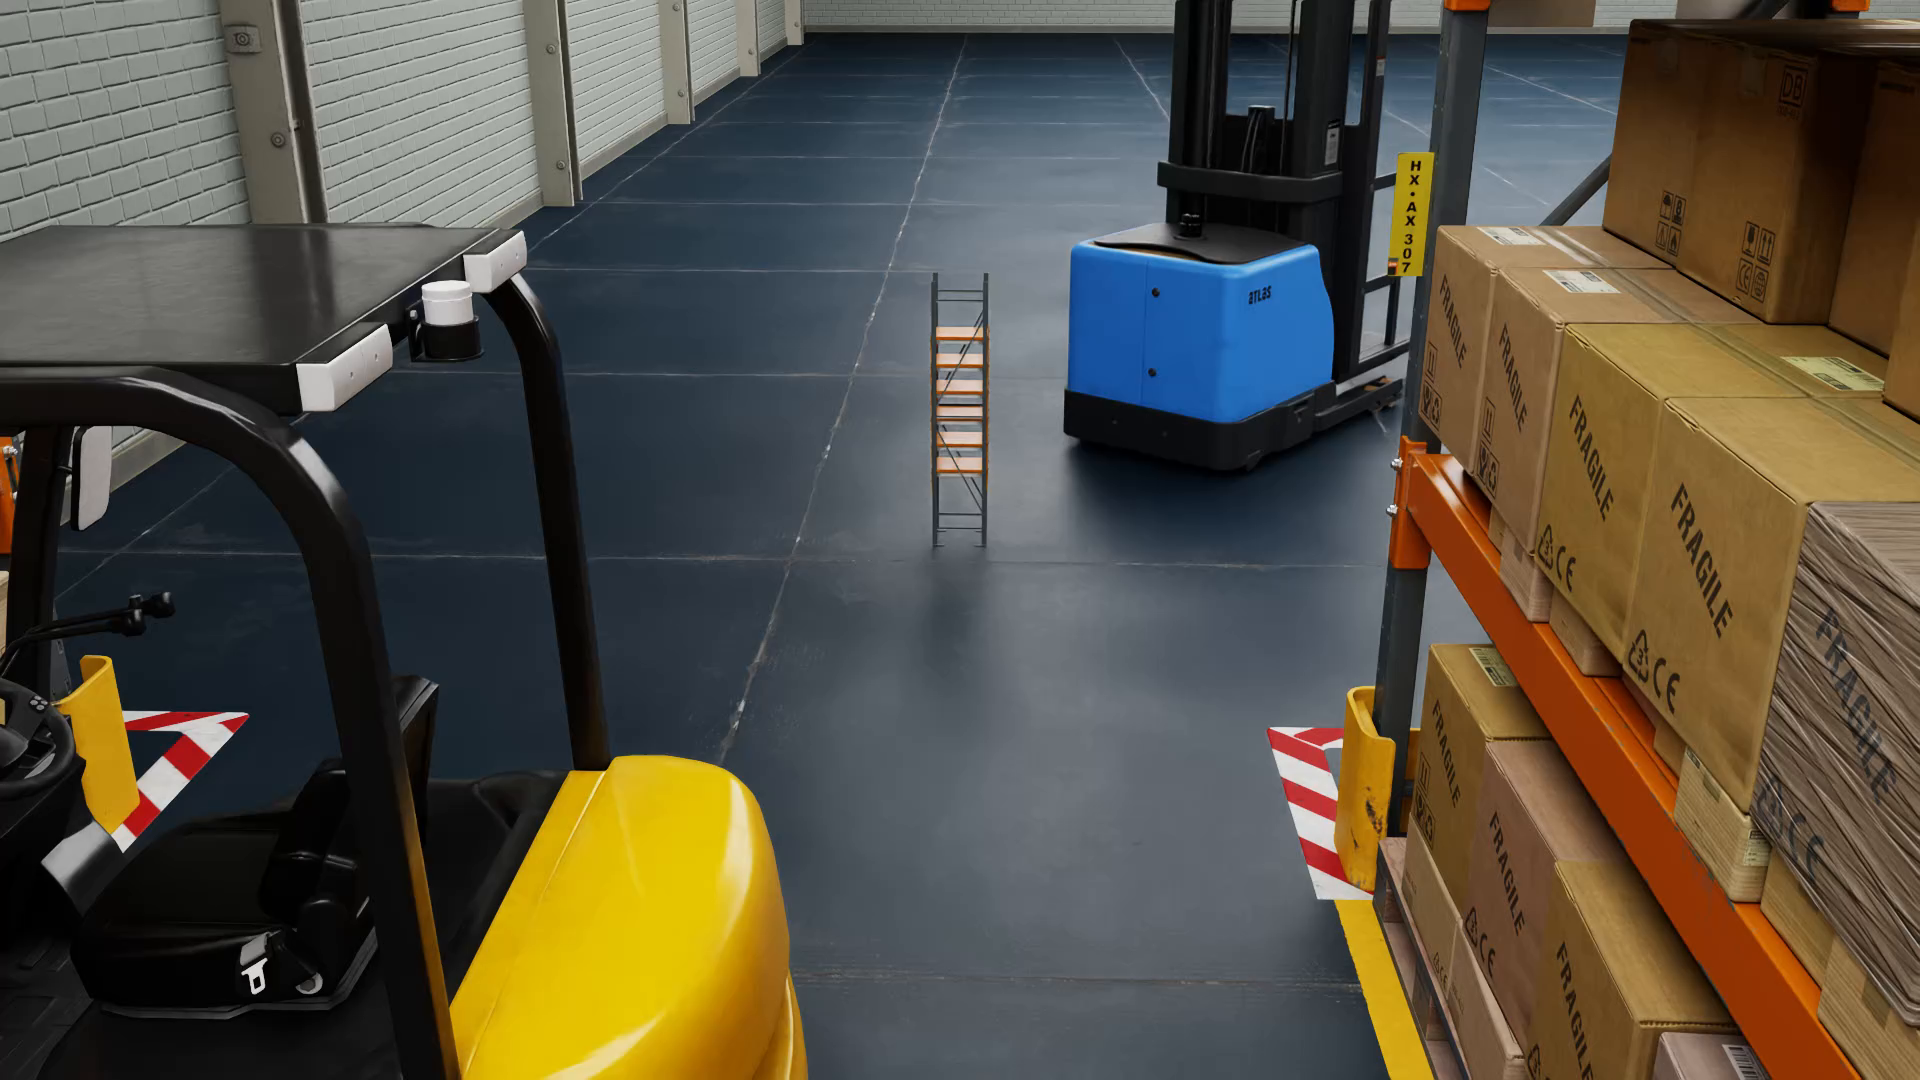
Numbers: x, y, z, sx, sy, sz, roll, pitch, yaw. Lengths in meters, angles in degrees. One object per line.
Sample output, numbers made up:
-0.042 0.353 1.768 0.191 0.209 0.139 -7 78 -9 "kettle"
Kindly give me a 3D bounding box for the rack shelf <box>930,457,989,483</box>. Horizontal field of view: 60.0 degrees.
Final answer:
0.000 -0.299 7.428 0.258 0.103 0.180 1 21 2 "rack shelf"

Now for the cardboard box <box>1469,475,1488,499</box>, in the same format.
1.521 -0.213 4.280 0.380 0.149 0.250 1 21 2 "cardboard box"

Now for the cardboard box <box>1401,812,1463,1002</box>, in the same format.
1.437 0.924 4.223 0.500 0.250 0.500 0 21 1 "cardboard box"

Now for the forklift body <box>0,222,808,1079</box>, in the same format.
-1.457 0.597 3.017 2.313 2.155 1.214 1 21 2 "forklift body"

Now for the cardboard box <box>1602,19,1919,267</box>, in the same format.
1.941 -0.915 3.810 0.700 0.500 0.500 0 21 0 "cardboard box"

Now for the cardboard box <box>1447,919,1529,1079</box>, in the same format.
1.414 1.108 3.747 0.500 0.250 0.500 1 21 4 "cardboard box"

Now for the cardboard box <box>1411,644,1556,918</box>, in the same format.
1.437 0.583 4.065 0.500 0.500 0.500 0 21 0 "cardboard box"

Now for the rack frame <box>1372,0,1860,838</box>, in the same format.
1.738 -0.451 4.545 1.000 3.000 0.127 1 21 2 "rack frame"

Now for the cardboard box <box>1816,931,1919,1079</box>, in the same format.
1.350 0.625 2.118 0.380 0.149 0.250 0 21 1 "cardboard box"

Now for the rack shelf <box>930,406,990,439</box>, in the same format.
0.000 -0.523 7.341 0.258 0.103 0.180 1 21 2 "rack shelf"

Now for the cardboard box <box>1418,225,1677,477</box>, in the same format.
1.447 -0.468 4.040 0.500 0.500 0.500 0 21 1 "cardboard box"

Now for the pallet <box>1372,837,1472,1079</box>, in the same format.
1.676 1.170 4.222 1.003 0.211 1.213 1 21 2 "pallet"

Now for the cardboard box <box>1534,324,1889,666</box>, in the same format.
1.420 -0.097 3.082 0.500 0.500 0.500 0 21 1 "cardboard box"

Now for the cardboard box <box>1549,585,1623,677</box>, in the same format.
1.411 0.158 3.322 0.380 0.149 0.250 1 21 3 "cardboard box"

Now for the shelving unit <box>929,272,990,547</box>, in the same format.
0.000 -0.565 7.325 0.258 1.200 0.189 1 21 2 "shelving unit"

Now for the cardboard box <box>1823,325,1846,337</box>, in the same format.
1.977 -0.256 3.493 0.500 0.500 0.500 1 21 2 "cardboard box"

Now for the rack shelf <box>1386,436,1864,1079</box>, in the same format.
1.678 0.607 2.811 1.077 0.370 4.000 1 21 2 "rack shelf"

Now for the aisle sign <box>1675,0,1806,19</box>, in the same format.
2.030 -1.682 4.124 0.394 0.787 0.004 1 21 2 "aisle sign"

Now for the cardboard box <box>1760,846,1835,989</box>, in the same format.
1.387 0.533 2.356 0.380 0.149 0.250 0 21 1 "cardboard box"

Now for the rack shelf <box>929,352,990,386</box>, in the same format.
0.000 -0.747 7.255 0.258 0.103 0.180 1 21 2 "rack shelf"

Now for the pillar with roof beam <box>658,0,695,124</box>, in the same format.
0.705 -9.520 19.625 9.100 9.000 0.400 1 21 2 "pillar with roof beam"

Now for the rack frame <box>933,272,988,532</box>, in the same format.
0.003 -0.598 7.411 0.240 1.200 0.006 1 21 2 "rack frame"

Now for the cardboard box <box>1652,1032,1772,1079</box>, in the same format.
1.395 1.146 2.612 0.500 0.500 0.500 2 21 4 "cardboard box"

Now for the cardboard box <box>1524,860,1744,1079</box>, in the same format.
1.402 0.953 3.110 0.500 0.500 0.500 1 21 3 "cardboard box"

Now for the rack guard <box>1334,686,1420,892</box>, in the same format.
1.736 0.742 4.926 1.175 0.500 0.348 1 21 2 "rack guard"

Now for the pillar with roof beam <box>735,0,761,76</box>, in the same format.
0.888 -11.690 25.216 9.100 9.000 0.400 1 21 2 "pillar with roof beam"

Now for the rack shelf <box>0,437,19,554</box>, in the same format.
-3.284 0.554 2.949 1.077 0.370 4.000 1 21 2 "rack shelf"

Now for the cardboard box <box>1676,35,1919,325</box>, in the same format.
1.918 -0.733 3.339 0.700 0.500 0.500 1 21 2 "cardboard box"

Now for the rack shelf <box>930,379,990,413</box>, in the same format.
0.000 -0.635 7.298 0.258 0.103 0.180 1 21 2 "rack shelf"

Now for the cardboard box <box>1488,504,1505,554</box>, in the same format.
1.439 -0.027 3.799 0.380 0.149 0.250 0 21 0 "cardboard box"

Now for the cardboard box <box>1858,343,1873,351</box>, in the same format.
1.959 -0.075 3.027 0.500 0.500 0.500 1 21 1 "cardboard box"

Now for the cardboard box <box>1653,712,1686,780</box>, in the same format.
1.425 0.349 2.829 0.380 0.149 0.250 0 21 0 "cardboard box"

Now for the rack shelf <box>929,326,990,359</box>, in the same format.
0.000 -0.859 7.211 0.258 0.103 0.180 1 21 2 "rack shelf"

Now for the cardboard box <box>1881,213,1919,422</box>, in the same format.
1.852 -0.368 2.399 0.700 0.500 0.500 1 21 1 "cardboard box"

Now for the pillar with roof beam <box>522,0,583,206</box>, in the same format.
0.523 -7.351 14.034 9.100 9.000 0.400 1 21 2 "pillar with roof beam"

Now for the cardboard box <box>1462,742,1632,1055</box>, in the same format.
1.426 0.772 3.577 0.500 0.500 0.500 0 21 0 "cardboard box"

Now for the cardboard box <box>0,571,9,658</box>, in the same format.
-2.925 0.285 4.485 0.500 0.250 0.500 1 21 3 "cardboard box"

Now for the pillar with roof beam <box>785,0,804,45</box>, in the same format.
1.070 -13.859 30.807 9.100 9.000 0.400 1 21 2 "pillar with roof beam"

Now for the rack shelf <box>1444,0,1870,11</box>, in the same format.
1.678 -0.791 2.269 1.077 0.370 4.000 1 21 2 "rack shelf"

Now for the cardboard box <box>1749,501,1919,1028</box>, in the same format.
1.402 0.273 2.130 0.500 0.500 0.500 1 21 3 "cardboard box"

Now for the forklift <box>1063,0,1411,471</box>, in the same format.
1.871 -2.171 9.071 1.130 2.935 3.031 17 27 36 "forklift"

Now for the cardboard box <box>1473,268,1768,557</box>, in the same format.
1.434 -0.281 3.557 0.500 0.500 0.500 1 21 3 "cardboard box"

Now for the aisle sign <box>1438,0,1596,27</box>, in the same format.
1.430 -1.689 4.141 0.394 0.787 0.004 1 21 2 "aisle sign"

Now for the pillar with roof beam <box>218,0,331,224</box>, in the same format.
0.340 -5.181 8.443 9.100 9.000 0.400 1 21 2 "pillar with roof beam"

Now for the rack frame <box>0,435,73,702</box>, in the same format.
-3.223 -0.504 4.682 1.000 3.000 0.127 1 21 2 "rack frame"

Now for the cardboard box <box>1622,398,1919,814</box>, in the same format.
1.413 0.087 2.608 0.500 0.500 0.500 0 21 1 "cardboard box"

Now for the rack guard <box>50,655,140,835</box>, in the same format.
-3.222 0.652 5.157 1.175 0.500 0.348 1 21 2 "rack guard"

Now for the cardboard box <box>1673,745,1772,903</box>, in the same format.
1.359 0.440 2.596 0.380 0.149 0.250 1 21 2 "cardboard box"

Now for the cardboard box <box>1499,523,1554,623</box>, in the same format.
1.385 0.064 3.564 0.380 0.149 0.250 1 21 2 "cardboard box"

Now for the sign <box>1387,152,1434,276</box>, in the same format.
1.196 -0.861 4.404 0.100 0.325 0.005 1 21 2 "sign"

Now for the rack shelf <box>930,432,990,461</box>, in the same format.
0.000 -0.411 7.385 0.258 0.103 0.180 1 21 2 "rack shelf"

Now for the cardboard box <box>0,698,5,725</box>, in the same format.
-2.925 0.528 4.551 0.500 0.250 0.500 0 21 1 "cardboard box"

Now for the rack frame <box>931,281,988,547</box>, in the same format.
-0.002 -0.532 7.240 0.240 1.200 0.006 1 21 2 "rack frame"

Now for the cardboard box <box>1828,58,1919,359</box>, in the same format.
2.006 -0.547 2.860 0.700 0.500 0.500 0 21 1 "cardboard box"

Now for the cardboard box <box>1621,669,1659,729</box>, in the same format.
1.463 0.254 3.074 0.380 0.149 0.250 1 21 3 "cardboard box"
